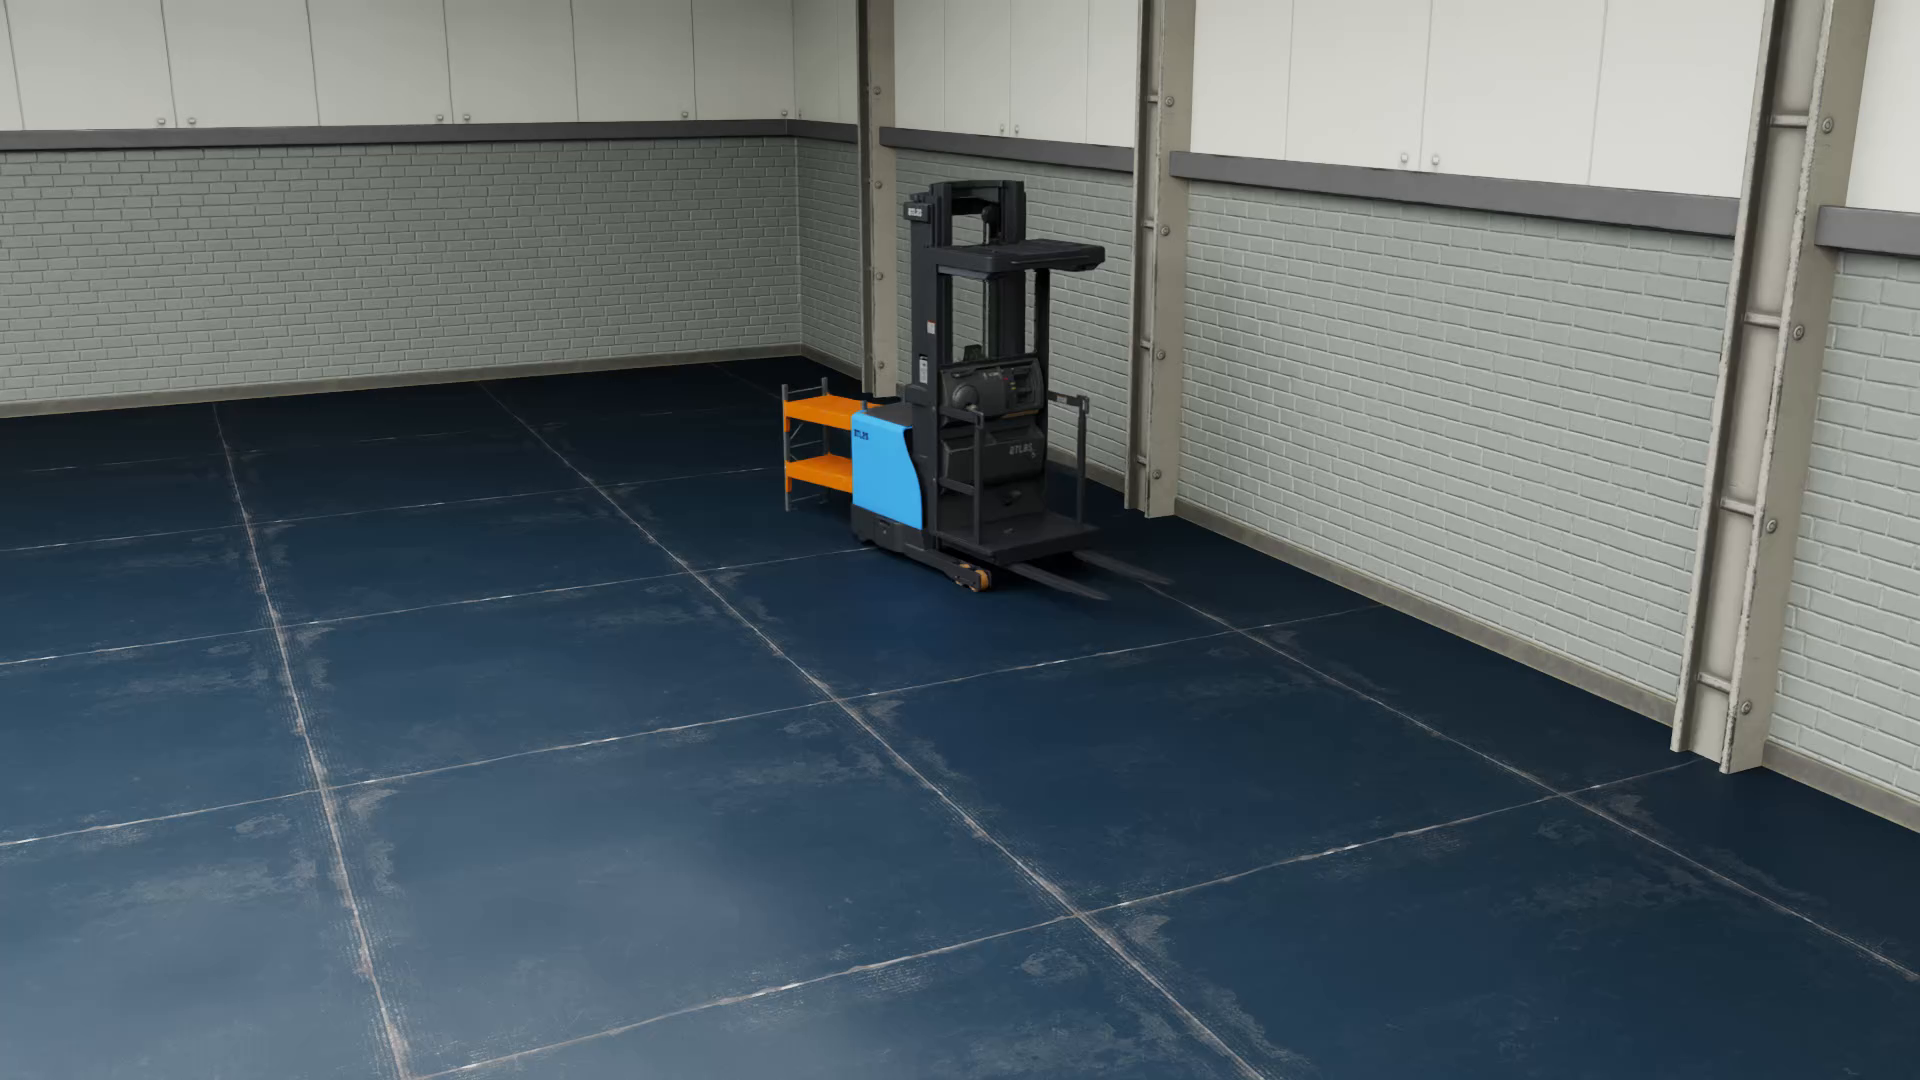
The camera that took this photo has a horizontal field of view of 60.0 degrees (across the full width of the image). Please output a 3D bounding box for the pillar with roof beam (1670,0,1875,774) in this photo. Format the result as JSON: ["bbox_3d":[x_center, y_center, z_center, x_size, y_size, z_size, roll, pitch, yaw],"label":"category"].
[{"bbox_3d":[0.436,-2.574,6.405,9.100,9.000,0.400,-8,18,-25],"label":"pillar with roof beam"}]

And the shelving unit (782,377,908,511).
[{"bbox_3d":[-0.989,-0.747,14.316,1.048,1.125,0.538,15,22,42],"label":"shelving unit"}]

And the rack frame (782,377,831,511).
[{"bbox_3d":[-1.352,-0.846,14.658,0.032,1.125,0.500,15,22,42],"label":"rack frame"}]

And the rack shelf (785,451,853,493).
[{"bbox_3d":[-0.989,-0.512,14.383,1.000,0.278,0.538,15,22,42],"label":"rack shelf"}]

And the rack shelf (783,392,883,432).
[{"bbox_3d":[-0.989,-1.029,14.235,1.000,0.278,0.538,15,22,42],"label":"rack shelf"}]

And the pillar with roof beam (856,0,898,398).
[{"bbox_3d":[-4.821,-5.549,16.774,9.100,9.000,0.400,-8,18,-25],"label":"pillar with roof beam"}]

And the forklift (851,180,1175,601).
[{"bbox_3d":[0.376,-1.171,12.519,1.130,2.935,3.031,-11,20,-35],"label":"forklift"}]

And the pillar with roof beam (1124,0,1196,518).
[{"bbox_3d":[-2.193,-4.061,11.589,9.100,9.000,0.400,-8,18,-25],"label":"pillar with roof beam"}]

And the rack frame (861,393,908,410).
[{"bbox_3d":[-0.627,-0.649,13.973,0.032,1.125,0.500,15,22,42],"label":"rack frame"}]
